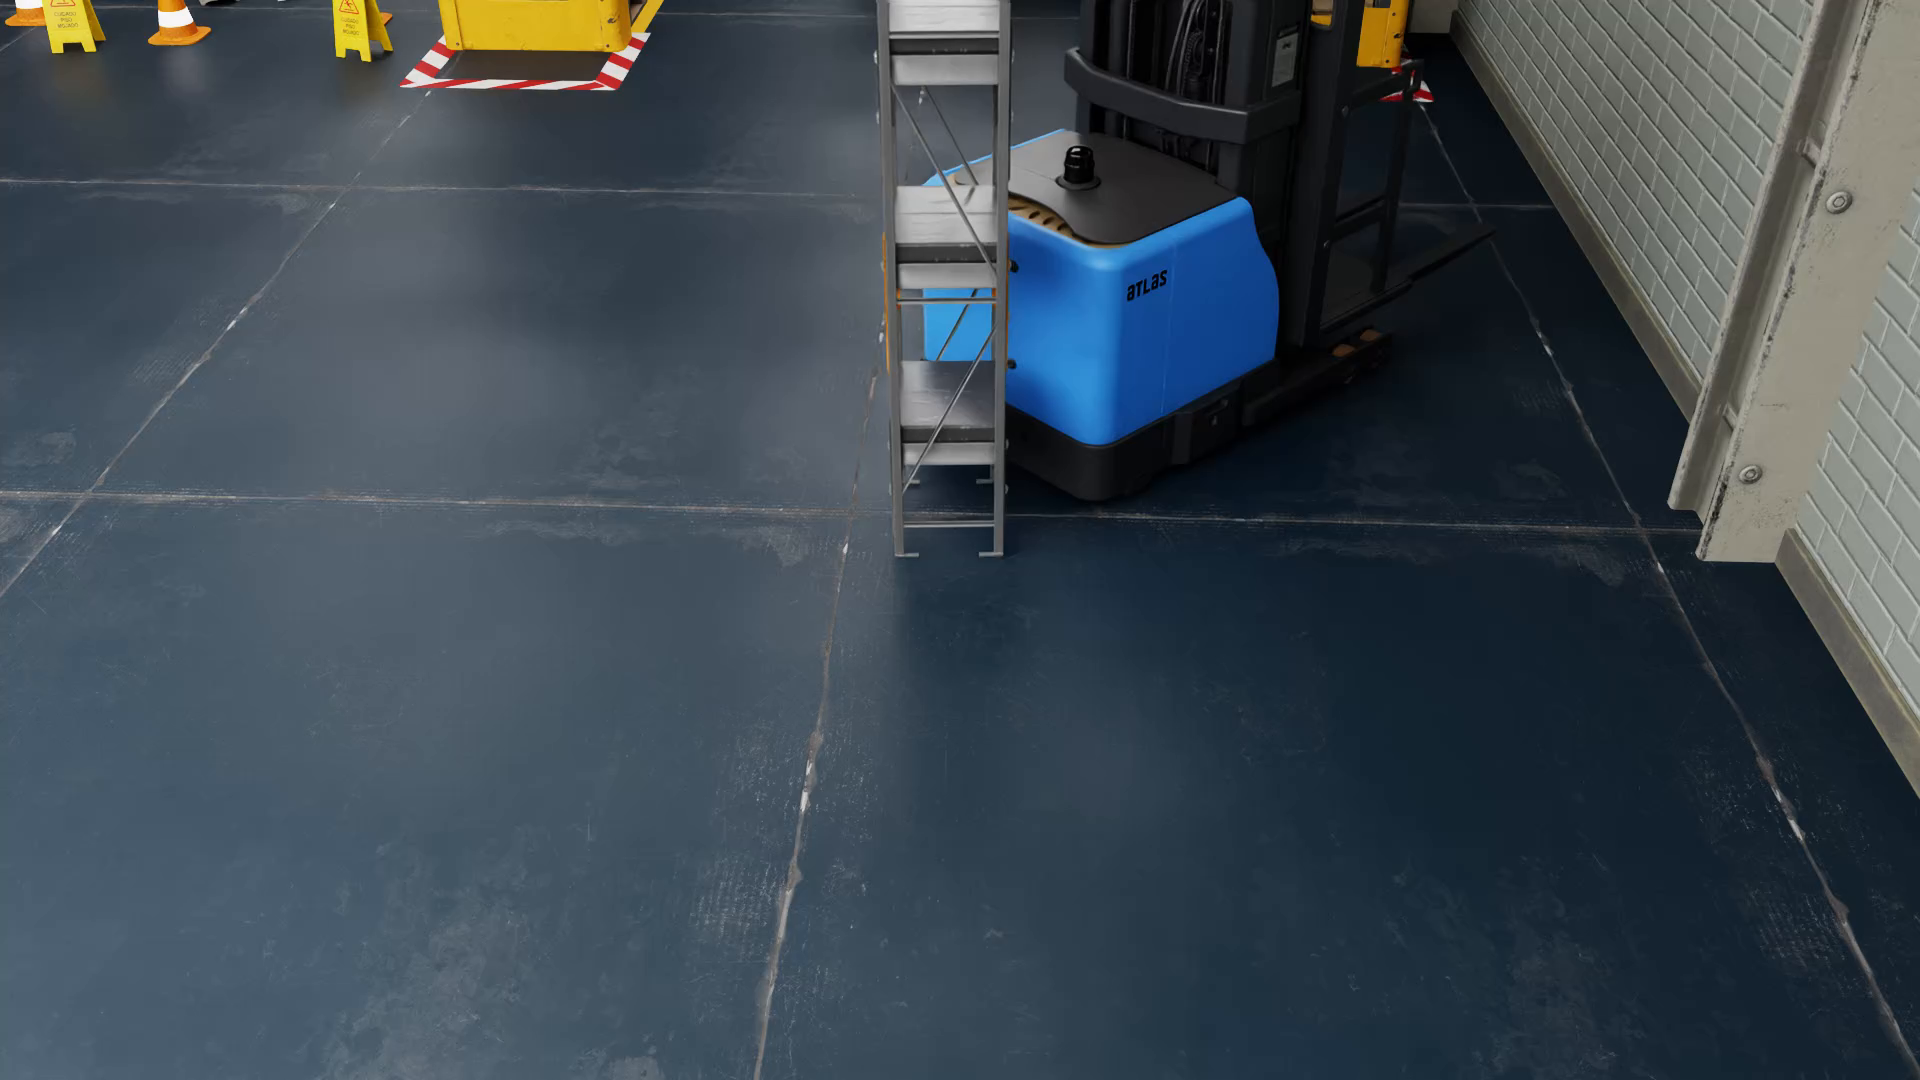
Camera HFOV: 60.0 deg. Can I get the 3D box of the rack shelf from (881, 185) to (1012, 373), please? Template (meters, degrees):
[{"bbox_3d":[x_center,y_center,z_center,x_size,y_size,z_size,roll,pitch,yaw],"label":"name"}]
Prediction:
[{"bbox_3d":[-0.048,-0.925,5.758,0.431,0.518,0.480,-1,36,-1],"label":"rack shelf"}]

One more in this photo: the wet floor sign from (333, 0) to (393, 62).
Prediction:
[{"bbox_3d":[-3.830,-3.395,10.519,0.267,0.644,0.232,13,37,18],"label":"wet floor sign"}]

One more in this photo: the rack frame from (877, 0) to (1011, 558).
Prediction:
[{"bbox_3d":[-0.044,-0.794,5.552,0.400,2.100,0.015,-1,36,-1],"label":"rack frame"}]

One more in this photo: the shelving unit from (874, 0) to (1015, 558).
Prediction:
[{"bbox_3d":[-0.048,-0.936,5.750,0.431,2.100,0.503,-1,36,-1],"label":"shelving unit"}]

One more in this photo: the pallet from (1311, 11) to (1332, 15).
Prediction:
[{"bbox_3d":[2.196,-3.629,11.230,1.003,0.211,1.213,1,35,2],"label":"pallet"}]

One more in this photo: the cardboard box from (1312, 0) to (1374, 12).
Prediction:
[{"bbox_3d":[2.422,-3.654,10.867,0.500,0.250,0.500,1,35,2],"label":"cardboard box"}]

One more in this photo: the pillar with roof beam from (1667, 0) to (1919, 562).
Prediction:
[{"bbox_3d":[-1.407,-3.816,3.853,9.100,9.000,0.400,1,35,2],"label":"pillar with roof beam"}]

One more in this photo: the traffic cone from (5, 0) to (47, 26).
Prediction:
[{"bbox_3d":[-6.263,-3.733,11.159,0.336,0.463,0.334,1,35,2],"label":"traffic cone"}]

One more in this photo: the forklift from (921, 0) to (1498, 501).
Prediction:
[{"bbox_3d":[1.261,-2.076,6.656,3.031,2.935,1.130,-28,44,-34],"label":"forklift"}]

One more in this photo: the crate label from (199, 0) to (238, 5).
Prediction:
[{"bbox_3d":[-5.178,-3.831,11.582,0.250,0.136,0.298,-17,38,-22],"label":"crate label"}]

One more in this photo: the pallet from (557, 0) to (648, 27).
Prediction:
[{"bbox_3d":[-2.682,-3.811,11.489,1.003,0.211,1.213,1,35,2],"label":"pallet"}]

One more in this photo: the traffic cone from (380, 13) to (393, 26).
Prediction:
[{"bbox_3d":[-4.025,-3.681,11.086,0.336,0.463,0.334,1,35,2],"label":"traffic cone"}]

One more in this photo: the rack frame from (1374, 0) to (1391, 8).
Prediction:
[{"bbox_3d":[2.207,-4.330,9.802,1.000,3.000,0.127,1,35,2],"label":"rack frame"}]

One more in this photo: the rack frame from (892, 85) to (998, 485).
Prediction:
[{"bbox_3d":[-0.051,-1.078,5.948,0.400,2.100,0.015,-1,36,-1],"label":"rack frame"}]

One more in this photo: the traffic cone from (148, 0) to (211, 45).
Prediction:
[{"bbox_3d":[-5.147,-3.512,10.844,0.336,0.463,0.334,1,35,2],"label":"traffic cone"}]

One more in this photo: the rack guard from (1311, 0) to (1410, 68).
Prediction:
[{"bbox_3d":[2.206,-3.293,10.501,1.175,0.500,0.348,1,35,2],"label":"rack guard"}]

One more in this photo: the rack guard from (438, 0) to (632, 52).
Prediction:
[{"bbox_3d":[-2.750,-3.463,10.743,1.175,0.500,0.348,1,35,2],"label":"rack guard"}]

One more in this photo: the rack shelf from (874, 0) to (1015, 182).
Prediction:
[{"bbox_3d":[-0.050,-1.494,5.350,0.431,0.518,0.480,-1,36,-1],"label":"rack shelf"}]

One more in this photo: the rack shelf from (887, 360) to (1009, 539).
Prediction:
[{"bbox_3d":[-0.045,-0.356,6.166,0.431,0.518,0.480,-1,36,-1],"label":"rack shelf"}]

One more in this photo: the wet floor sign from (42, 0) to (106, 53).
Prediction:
[{"bbox_3d":[-5.726,-3.473,10.630,0.267,0.644,0.232,-4,35,-6],"label":"wet floor sign"}]

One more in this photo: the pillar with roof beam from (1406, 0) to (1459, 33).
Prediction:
[{"bbox_3d":[-1.166,-7.263,8.758,9.100,9.000,0.400,1,35,2],"label":"pillar with roof beam"}]
